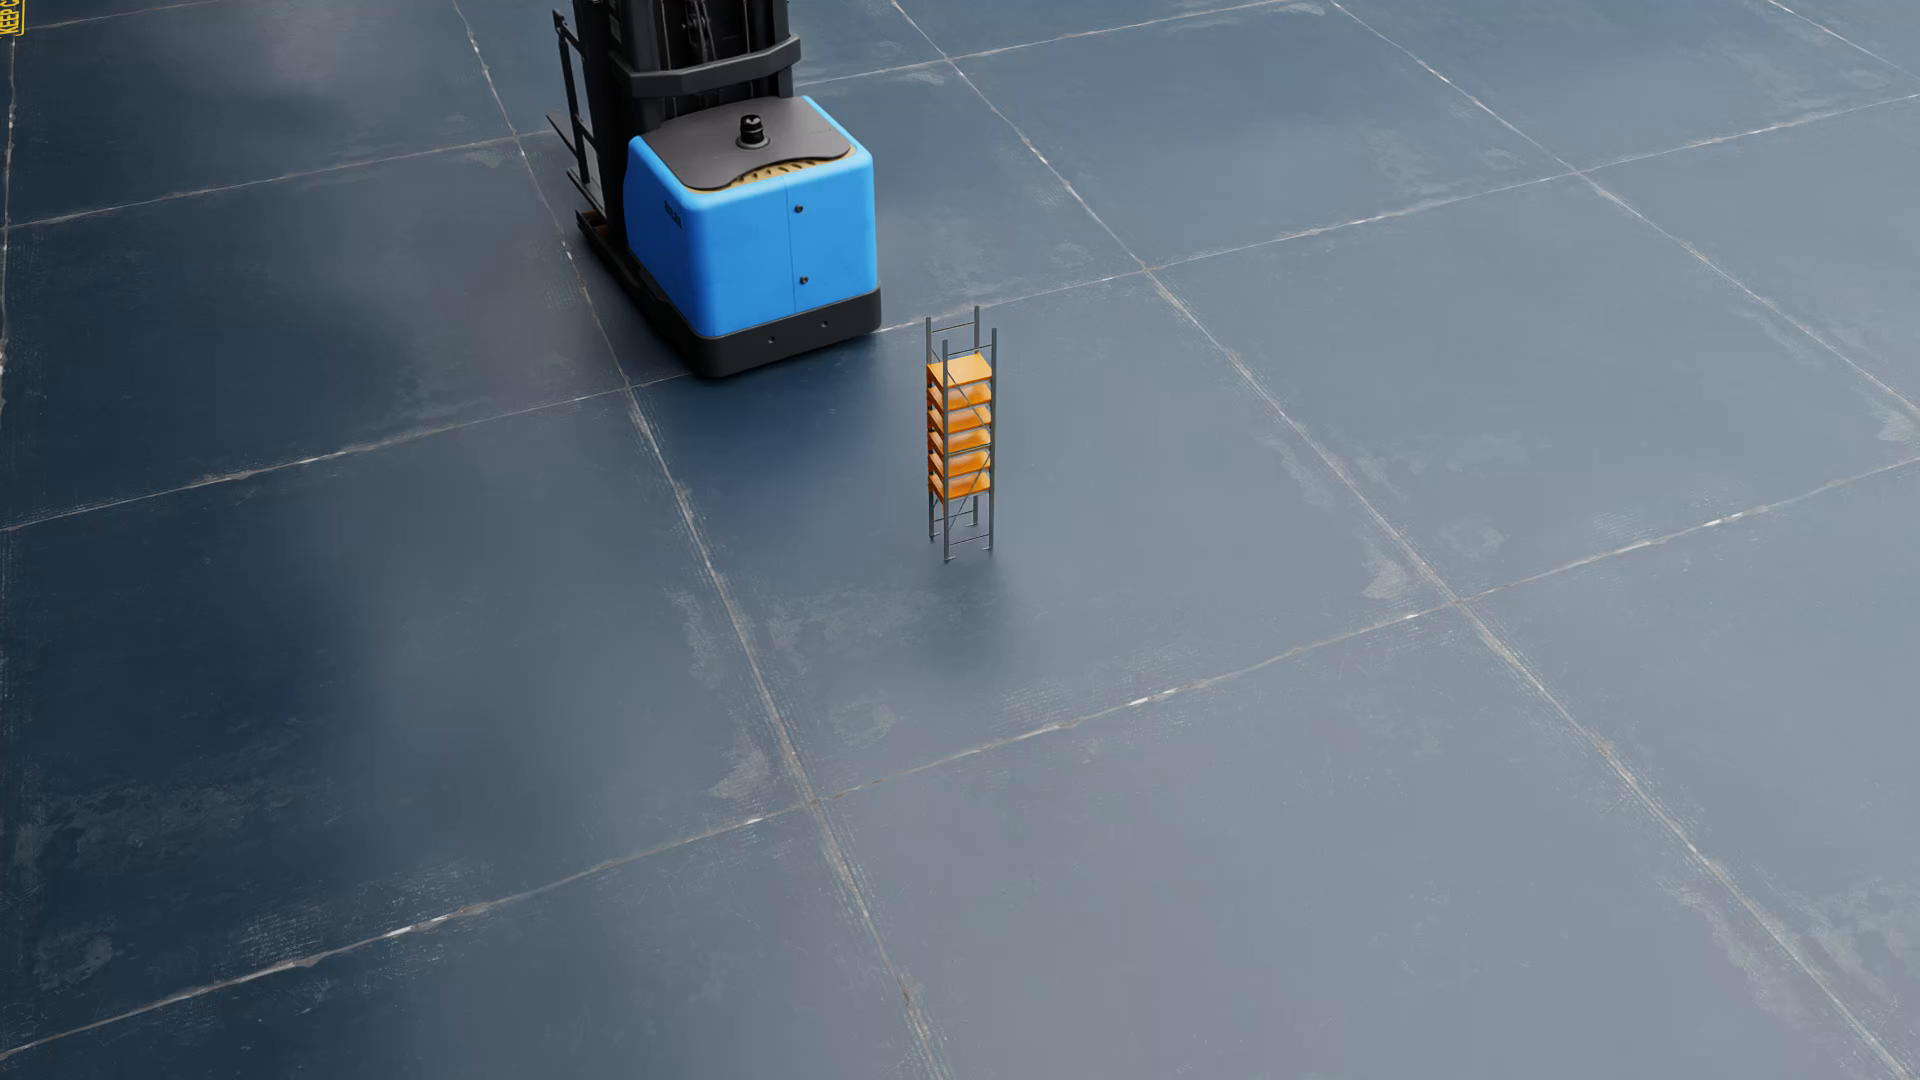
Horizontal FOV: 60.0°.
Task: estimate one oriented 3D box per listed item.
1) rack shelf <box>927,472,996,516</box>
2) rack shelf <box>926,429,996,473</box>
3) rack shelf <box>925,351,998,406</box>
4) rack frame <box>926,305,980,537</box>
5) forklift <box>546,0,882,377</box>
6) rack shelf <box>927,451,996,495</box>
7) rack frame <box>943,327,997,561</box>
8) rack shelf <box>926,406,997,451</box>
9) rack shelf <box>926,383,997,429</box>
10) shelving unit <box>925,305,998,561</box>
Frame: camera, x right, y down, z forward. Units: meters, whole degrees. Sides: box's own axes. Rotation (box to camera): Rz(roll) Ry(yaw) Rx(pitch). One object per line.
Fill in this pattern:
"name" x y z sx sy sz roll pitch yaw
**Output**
"rack shelf" 0.006 -0.231 7.453 0.258 0.103 0.180 -15 43 -17
"rack shelf" 0.006 -0.413 7.296 0.258 0.103 0.180 -15 43 -17
"rack shelf" 0.006 -0.685 7.062 0.258 0.103 0.180 -15 43 -17
"rack frame" -0.029 -0.501 7.331 0.240 1.200 0.006 -15 43 -17
"forklift" -1.577 -2.893 8.785 1.130 2.935 3.031 -20 45 -22
"rack shelf" 0.006 -0.322 7.374 0.258 0.103 0.180 -15 43 -17
"rack frame" 0.041 -0.391 7.203 0.240 1.200 0.006 -15 43 -17
"rack shelf" 0.006 -0.504 7.218 0.258 0.103 0.180 -15 43 -17
"rack shelf" 0.006 -0.594 7.140 0.258 0.103 0.180 -15 43 -17
"shelving unit" 0.006 -0.446 7.267 0.258 1.200 0.189 -15 43 -17
